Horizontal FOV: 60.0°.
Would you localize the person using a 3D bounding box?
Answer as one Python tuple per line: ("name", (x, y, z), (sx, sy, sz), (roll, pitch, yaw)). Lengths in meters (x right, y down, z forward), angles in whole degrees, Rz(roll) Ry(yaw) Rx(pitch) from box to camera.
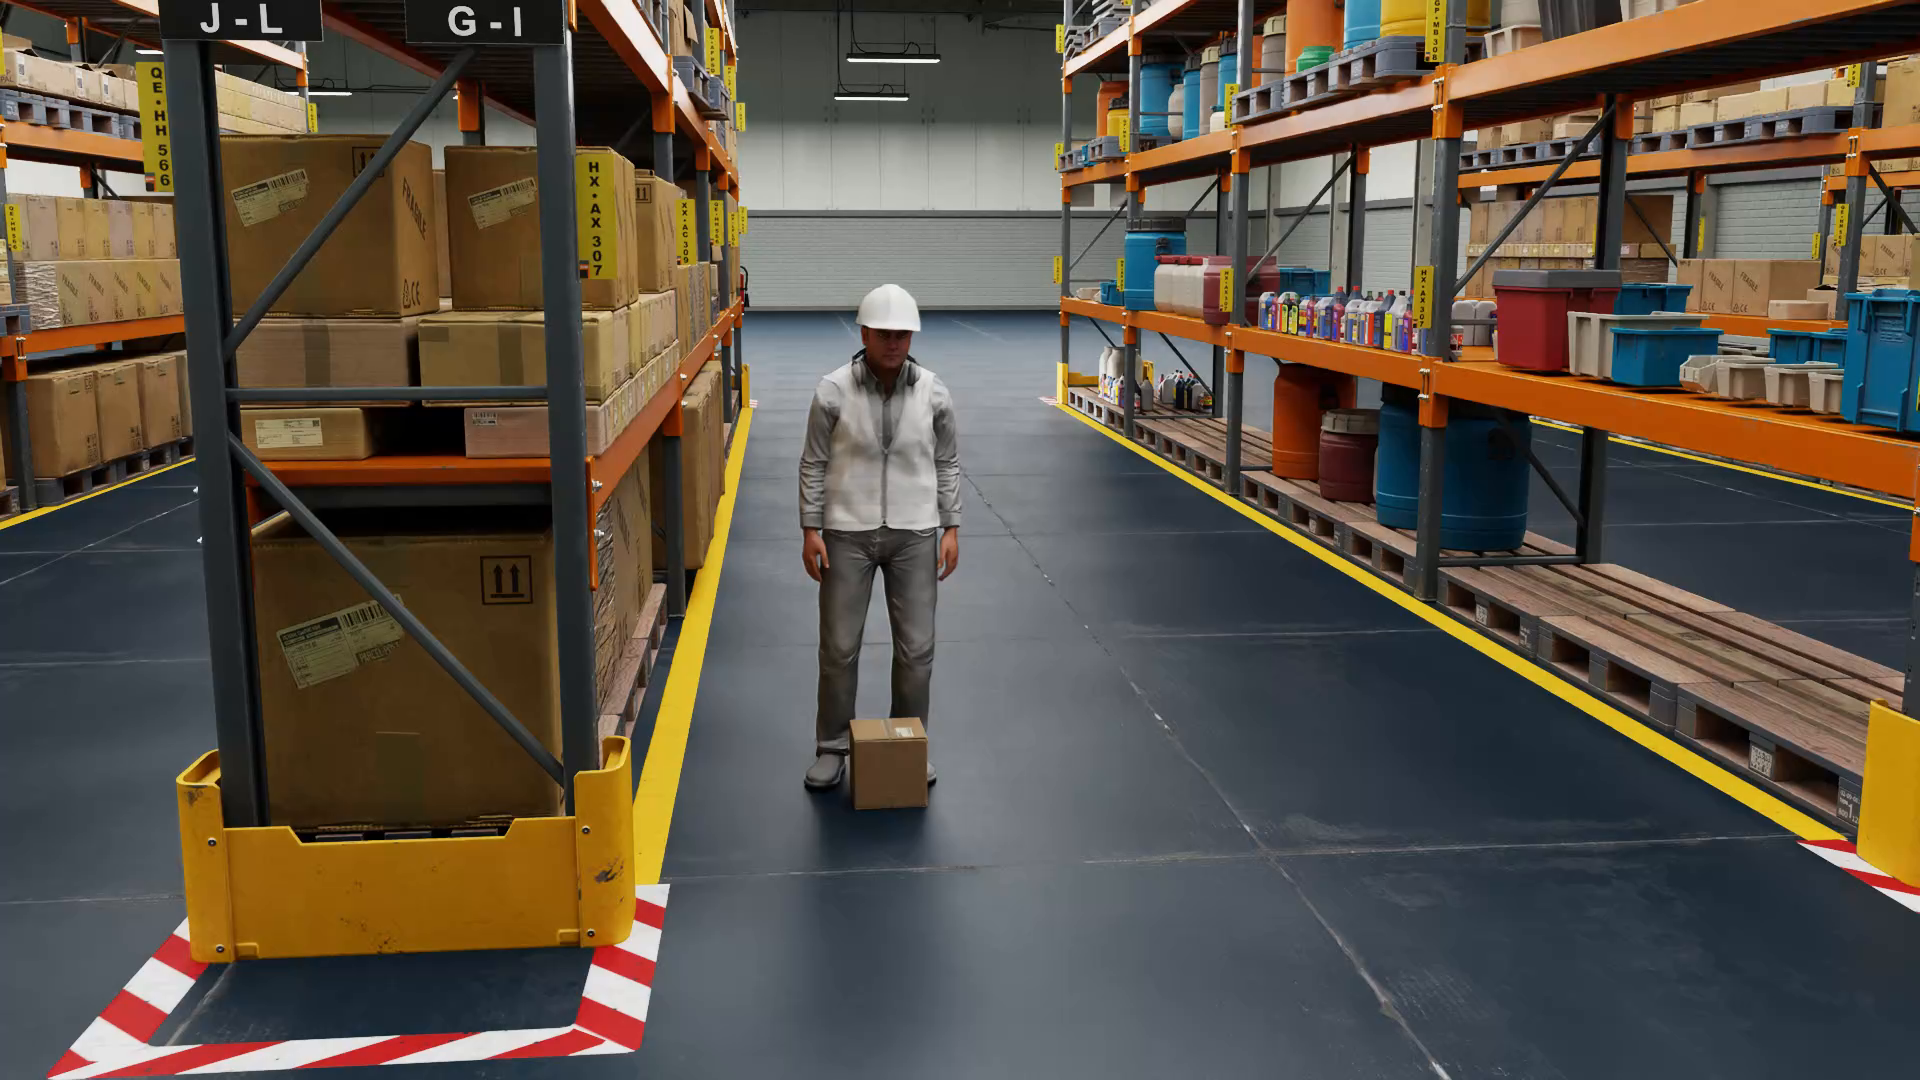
("person", (-0.278, -0.018, 5.919), (0.593, 1.773, 0.457), (-2, 10, -9))
